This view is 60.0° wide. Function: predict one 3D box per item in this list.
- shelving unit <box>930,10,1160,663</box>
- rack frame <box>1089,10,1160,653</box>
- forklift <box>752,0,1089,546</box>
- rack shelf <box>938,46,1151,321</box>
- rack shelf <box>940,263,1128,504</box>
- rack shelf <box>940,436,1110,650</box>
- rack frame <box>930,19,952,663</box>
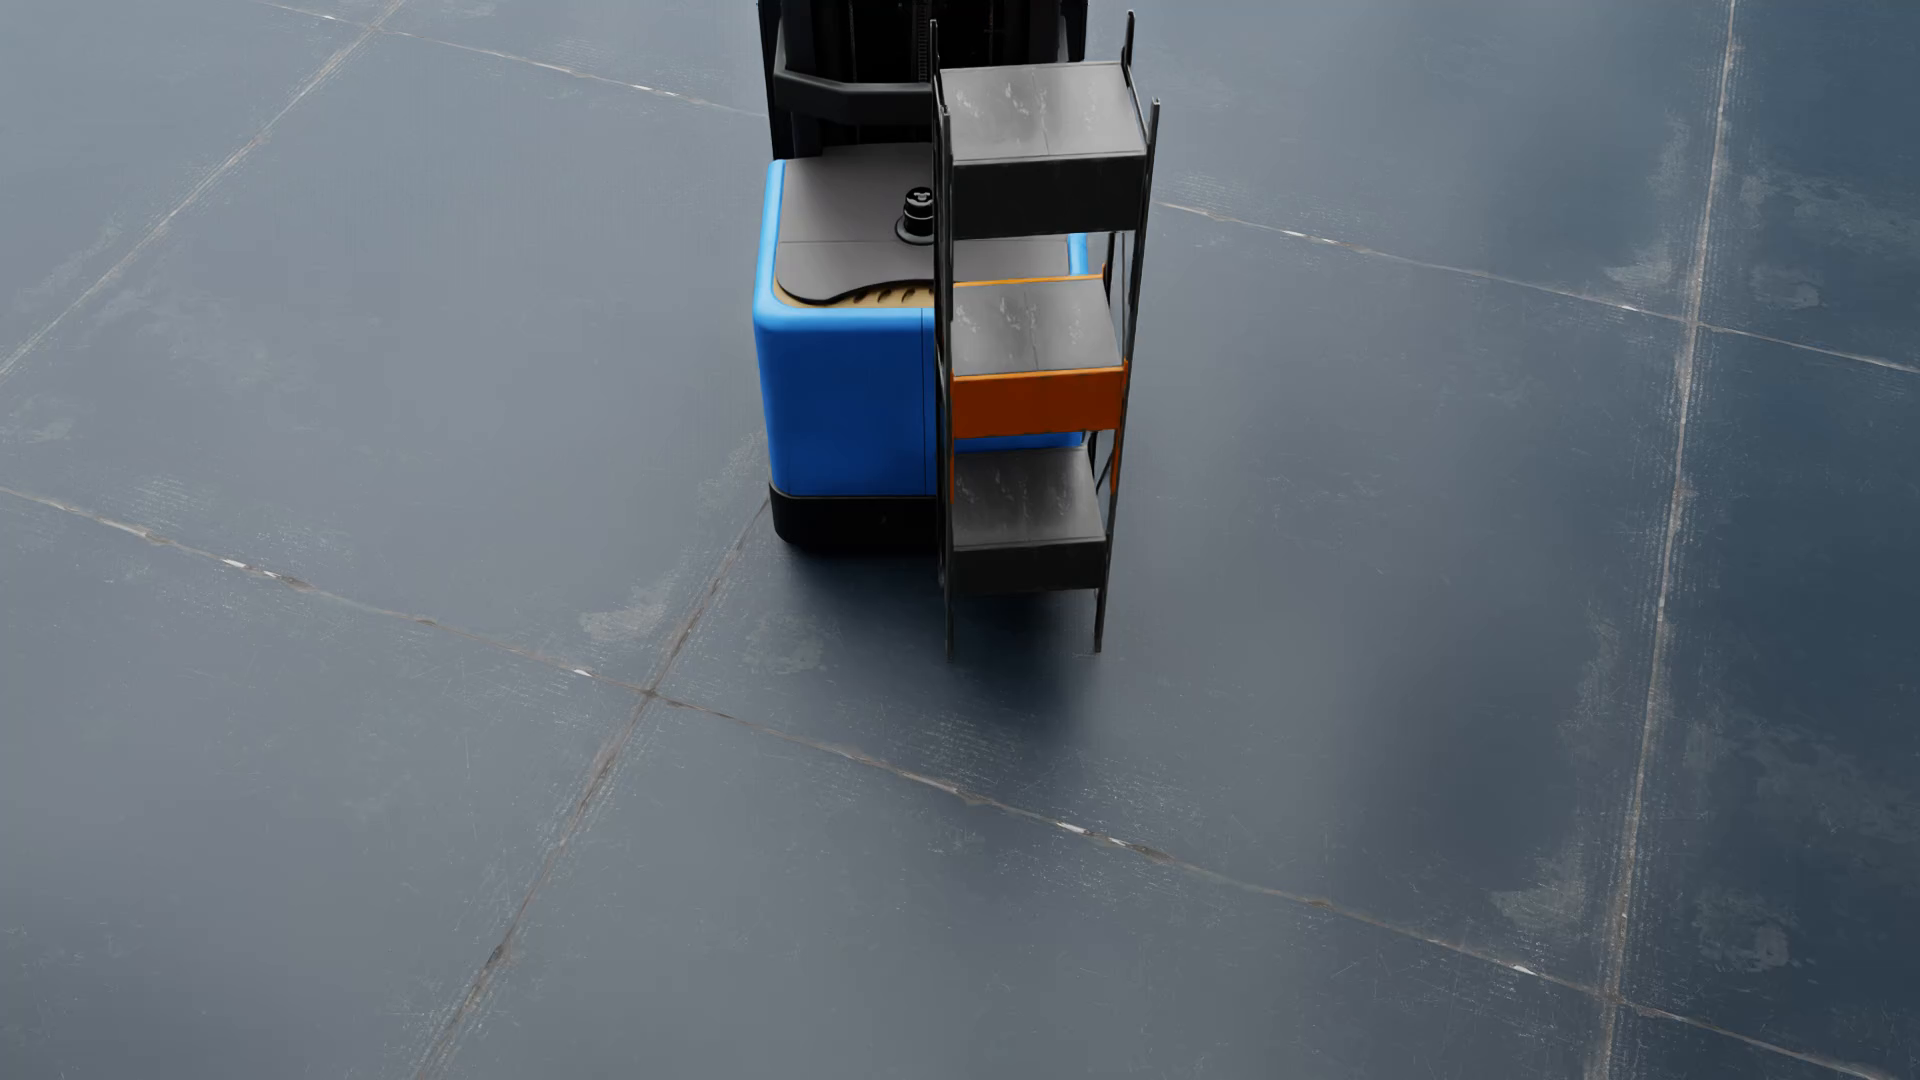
[{"bbox_3d":[0.193,-0.454,4.753,0.503,2.100,0.431,-4,49,-3],"label":"shelving unit"},{"bbox_3d":[0.436,-0.470,4.768,0.015,2.100,0.400,-4,49,-3],"label":"rack frame"},{"bbox_3d":[-0.124,-2.039,5.577,1.130,2.935,3.031,0,49,0],"label":"forklift"},{"bbox_3d":[0.194,-0.903,4.234,0.480,0.518,0.431,-4,49,-3],"label":"rack shelf"},{"bbox_3d":[0.193,-0.445,4.764,0.480,0.518,0.431,-4,49,-3],"label":"rack shelf"},{"bbox_3d":[0.192,0.013,5.293,0.480,0.518,0.431,-4,49,-3],"label":"rack shelf"},{"bbox_3d":[-0.050,-0.438,4.739,0.015,2.100,0.400,-4,49,-3],"label":"rack frame"}]
